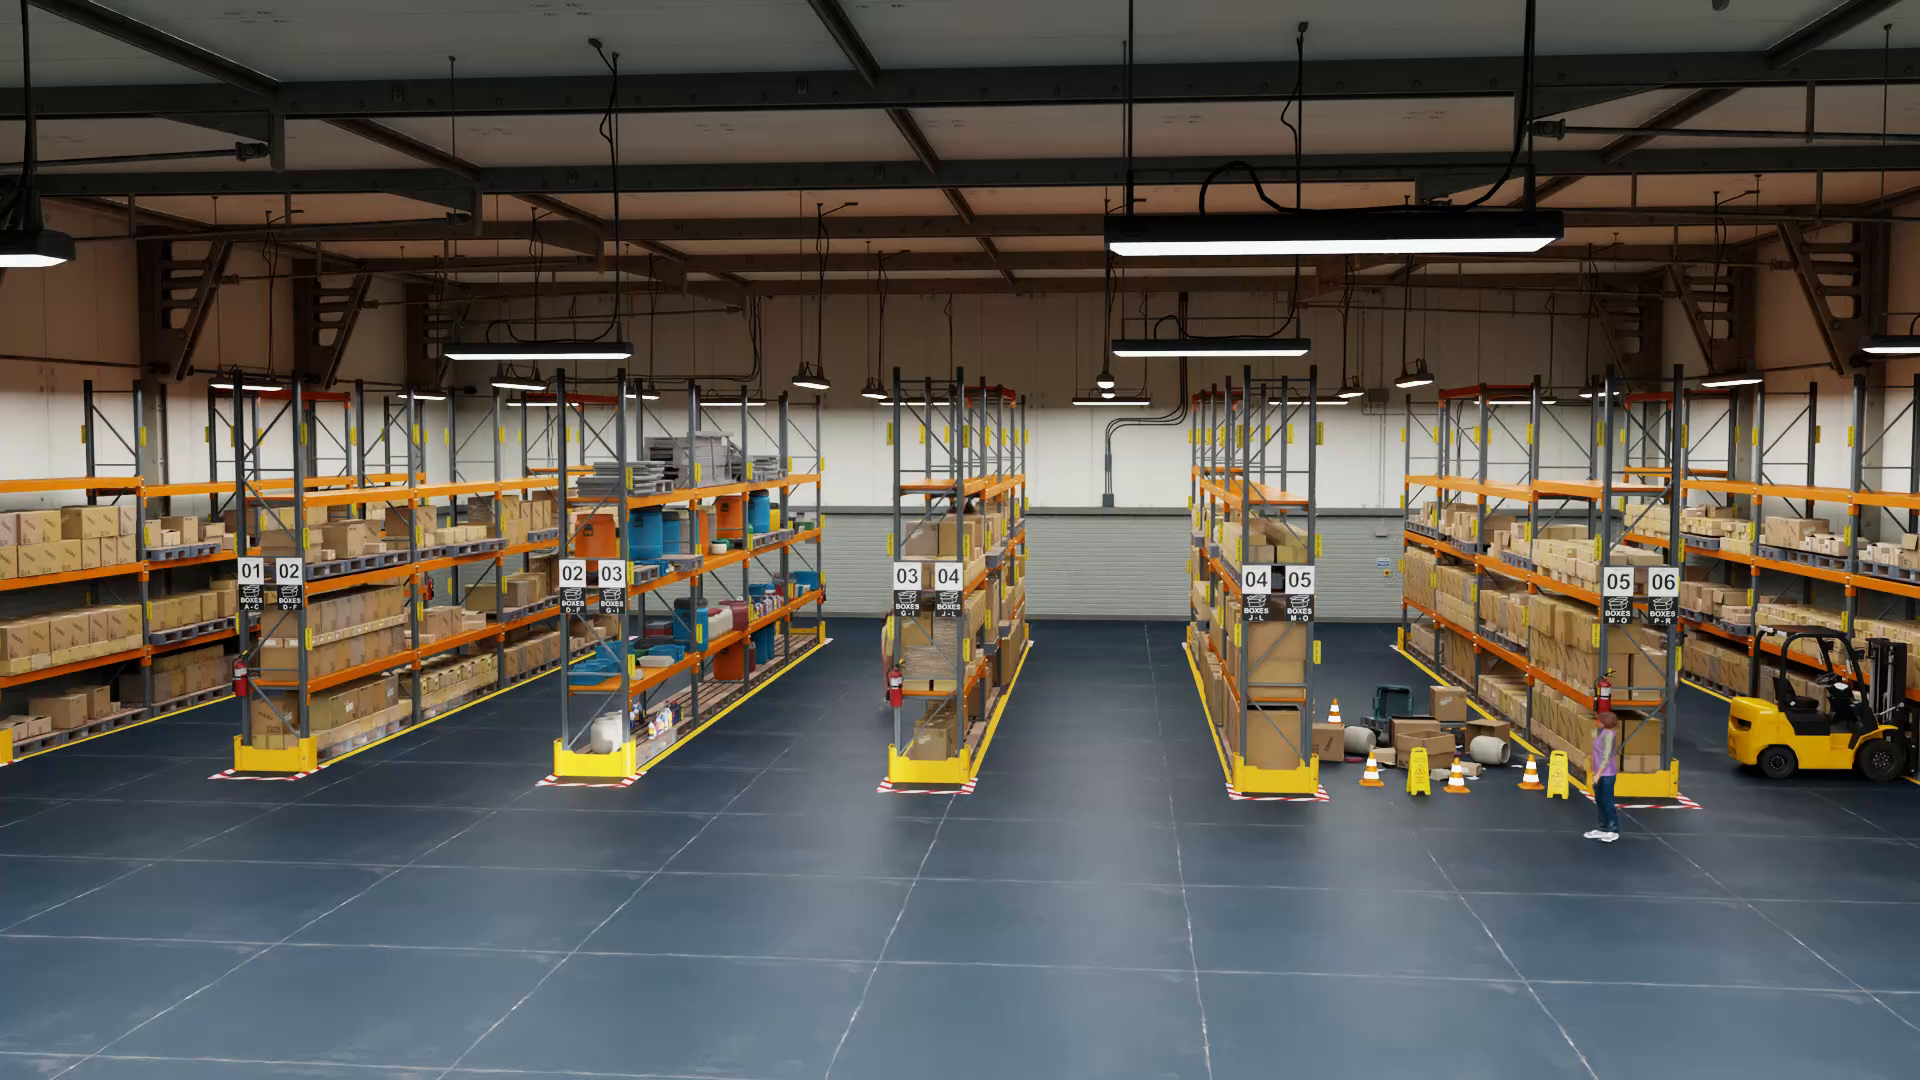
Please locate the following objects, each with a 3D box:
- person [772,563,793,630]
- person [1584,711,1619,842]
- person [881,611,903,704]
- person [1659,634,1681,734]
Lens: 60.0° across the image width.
[{"bbox_3d":[-4.580,1.491,43.287,0.665,1.655,0.571,0,4,4],"label":"person"},{"bbox_3d":[7.958,2.927,20.601,0.421,1.593,0.440,0,4,-6],"label":"person"},{"bbox_3d":[-1.273,2.157,30.366,0.346,1.736,0.513,1,4,22],"label":"person"},{"bbox_3d":[11.829,2.422,27.931,0.539,1.709,0.738,0,4,2],"label":"person"}]
